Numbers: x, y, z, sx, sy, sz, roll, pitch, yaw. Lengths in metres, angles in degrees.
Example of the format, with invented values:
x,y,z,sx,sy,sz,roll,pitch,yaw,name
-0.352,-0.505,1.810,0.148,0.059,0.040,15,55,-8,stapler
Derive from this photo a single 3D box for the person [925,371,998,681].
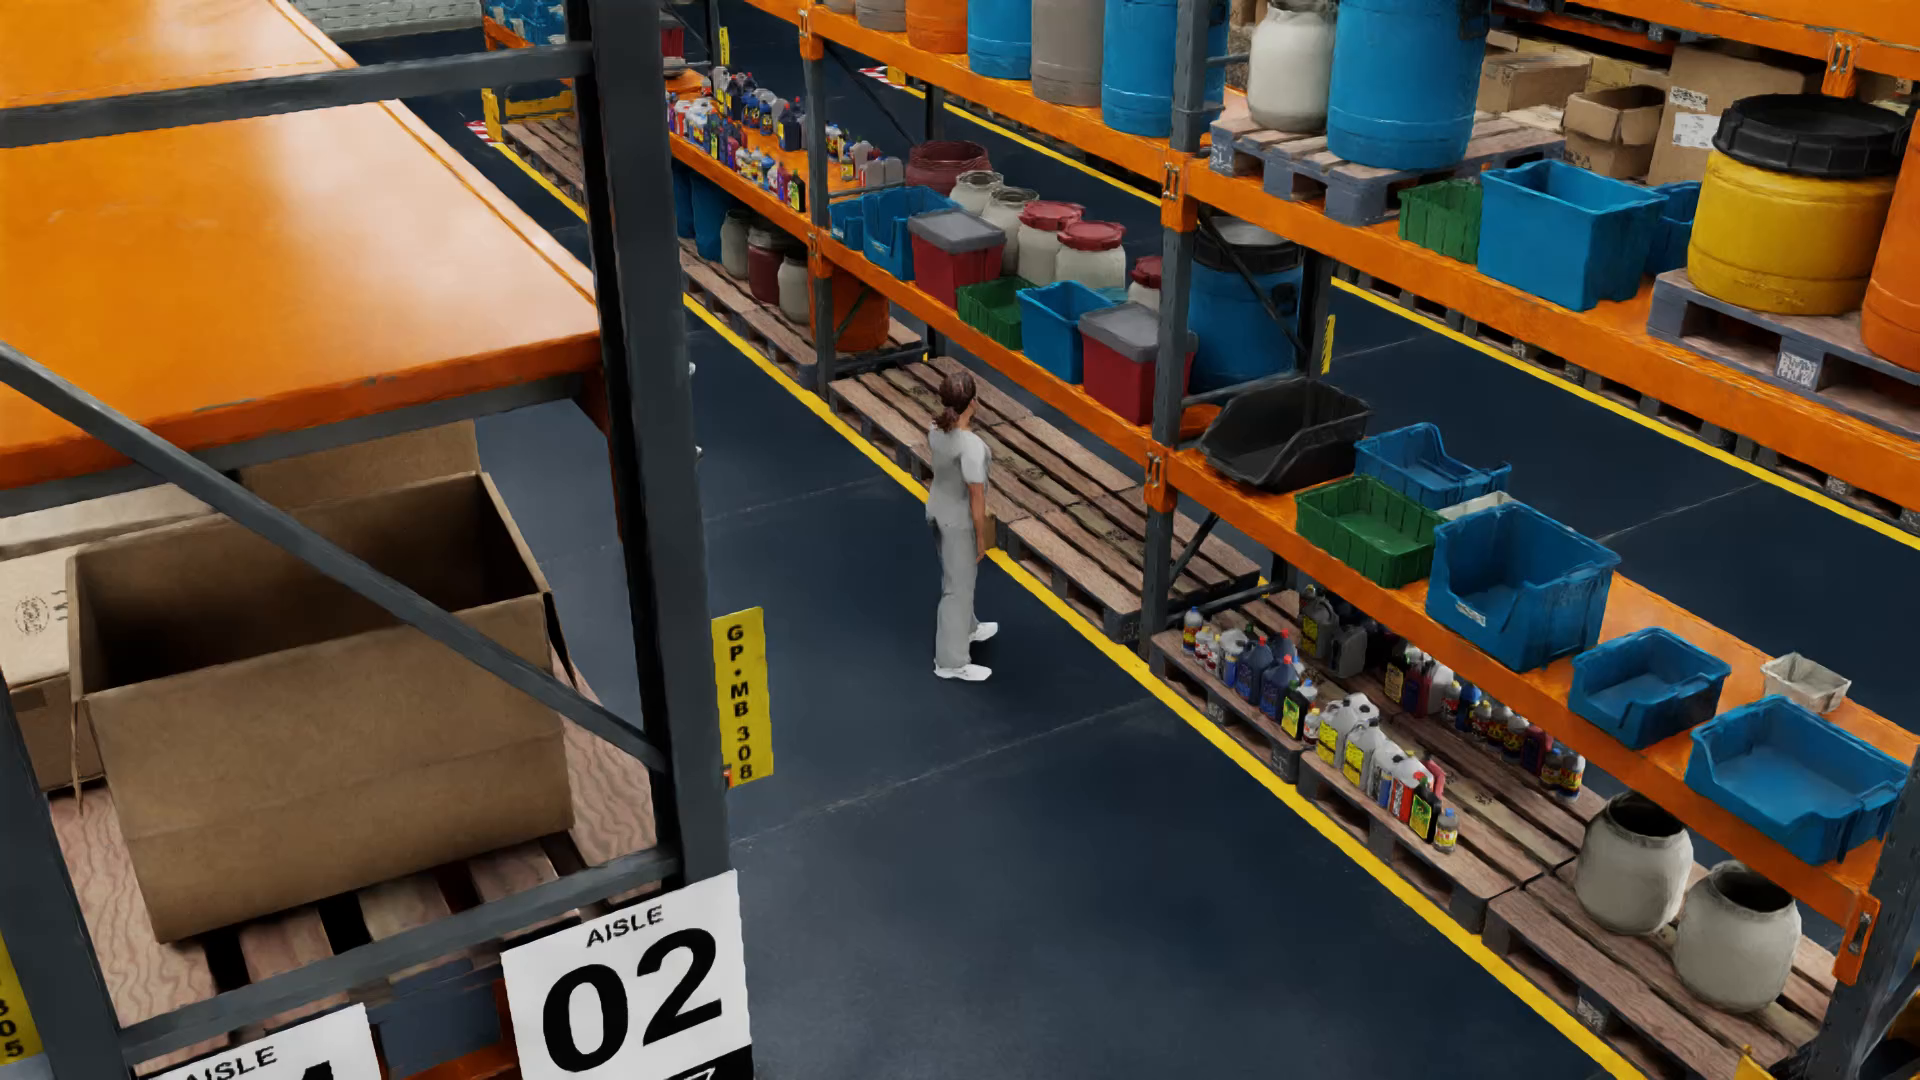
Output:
x,y,z,sx,sy,sz,roll,pitch,yaw,name
0.037,-0.100,8.705,0.518,1.670,0.544,-16,33,-27,person
